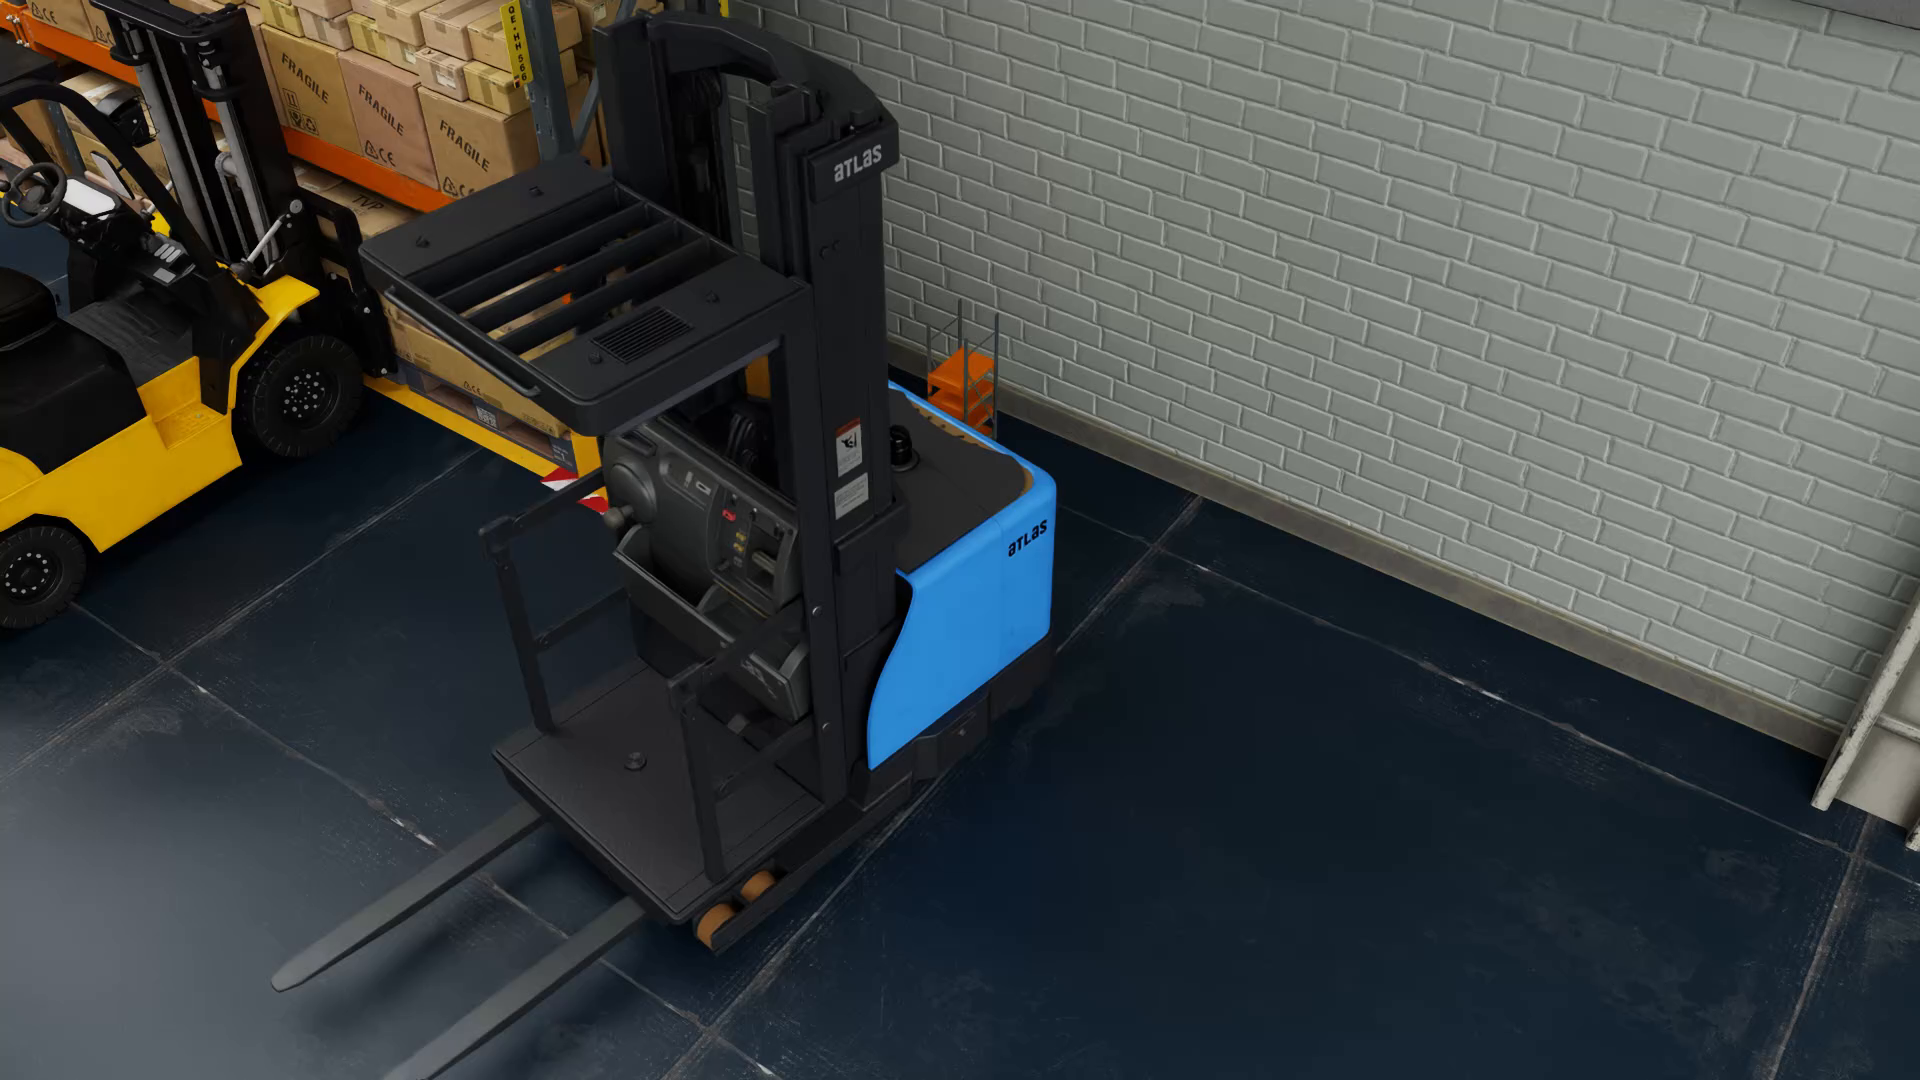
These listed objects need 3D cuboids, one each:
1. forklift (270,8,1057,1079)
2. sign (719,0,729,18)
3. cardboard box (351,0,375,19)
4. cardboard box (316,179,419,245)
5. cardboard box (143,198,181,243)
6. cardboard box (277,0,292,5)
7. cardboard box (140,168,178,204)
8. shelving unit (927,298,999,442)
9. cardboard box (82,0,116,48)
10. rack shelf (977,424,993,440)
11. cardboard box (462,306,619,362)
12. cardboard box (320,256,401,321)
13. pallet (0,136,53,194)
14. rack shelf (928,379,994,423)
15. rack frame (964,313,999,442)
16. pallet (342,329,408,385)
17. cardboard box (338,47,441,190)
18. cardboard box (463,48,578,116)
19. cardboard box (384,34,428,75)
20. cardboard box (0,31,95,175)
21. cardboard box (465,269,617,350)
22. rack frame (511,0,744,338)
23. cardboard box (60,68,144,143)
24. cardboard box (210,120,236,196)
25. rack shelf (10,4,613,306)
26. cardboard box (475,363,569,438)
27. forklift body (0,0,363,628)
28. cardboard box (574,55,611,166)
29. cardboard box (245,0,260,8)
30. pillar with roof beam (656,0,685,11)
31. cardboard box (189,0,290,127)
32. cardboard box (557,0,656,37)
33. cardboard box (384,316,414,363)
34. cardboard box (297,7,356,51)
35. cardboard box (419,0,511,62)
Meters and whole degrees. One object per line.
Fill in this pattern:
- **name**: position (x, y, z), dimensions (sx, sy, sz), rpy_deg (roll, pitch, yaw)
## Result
- **forklift**: position (-1.007, -0.034, 5.338), dimensions (1.130, 2.935, 3.031), rpy_deg (33, 51, 31)
- **sign**: position (-1.031, -2.304, 7.116), dimensions (0.005, 0.325, 0.100), rpy_deg (25, 48, 25)
- **cardboard box**: position (-2.379, -2.362, 7.104), dimensions (0.250, 0.149, 0.380), rpy_deg (25, 48, 26)
- **cardboard box**: position (-2.751, -1.542, 7.969), dimensions (0.500, 0.250, 0.500), rpy_deg (26, 48, 26)
- **cardboard box**: position (-3.999, -1.763, 8.966), dimensions (0.500, 0.250, 0.500), rpy_deg (24, 47, 24)
- **cardboard box**: position (-2.871, -2.497, 7.255), dimensions (0.250, 0.149, 0.380), rpy_deg (26, 48, 26)
- **cardboard box**: position (-3.997, -1.956, 8.807), dimensions (0.500, 0.250, 0.500), rpy_deg (25, 47, 25)
- **shelving unit**: position (0.012, -0.442, 7.092), dimensions (0.189, 1.200, 0.258), rpy_deg (25, 48, 25)
- **cardboard box**: position (-3.980, -2.718, 8.211), dimensions (0.500, 0.500, 0.500), rpy_deg (26, 48, 26)
- **rack shelf**: position (0.012, -0.408, 7.122), dimensions (0.180, 0.103, 0.258), rpy_deg (25, 48, 25)
- **cardboard box**: position (-1.932, -0.985, 7.722), dimensions (0.500, 0.250, 0.500), rpy_deg (24, 47, 25)
- **cardboard box**: position (-2.772, -1.369, 8.152), dimensions (0.500, 0.250, 0.500), rpy_deg (24, 47, 24)
- **pallet**: position (-5.255, -2.405, 10.027), dimensions (1.213, 0.211, 1.003), rpy_deg (25, 48, 25)
- **rack shelf**: position (0.012, -0.587, 6.962), dimensions (0.180, 0.103, 0.258), rpy_deg (25, 48, 25)
- **rack frame**: position (0.087, -0.407, 7.053), dimensions (0.006, 1.200, 0.240), rpy_deg (25, 48, 25)
- **pallet**: position (-2.999, -1.350, 8.849), dimensions (1.213, 0.211, 1.003), rpy_deg (25, 48, 25)
- **cardboard box**: position (-2.327, -1.938, 7.339), dimensions (0.500, 0.500, 0.500), rpy_deg (27, 48, 27)
- **cardboard box**: position (-1.799, -1.910, 6.822), dimensions (0.250, 0.149, 0.380), rpy_deg (26, 48, 26)
- **cardboard box**: position (-2.203, -2.125, 7.062), dimensions (0.250, 0.149, 0.380), rpy_deg (26, 48, 26)
- **cardboard box**: position (-5.063, -2.648, 9.674), dimensions (0.625, 0.625, 0.875), rpy_deg (27, 48, 27)
- **cardboard box**: position (-1.910, -1.162, 7.545), dimensions (0.500, 0.250, 0.500), rpy_deg (27, 48, 27)
- **rack frame**: position (-1.354, -1.652, 7.095), dimensions (0.127, 3.000, 1.000), rpy_deg (25, 48, 25)
- **cardboard box**: position (-4.413, -2.331, 8.851), dimensions (0.500, 0.250, 0.500), rpy_deg (24, 47, 25)
- **cardboard box**: position (-3.587, -1.945, 8.420), dimensions (0.500, 0.250, 0.500), rpy_deg (27, 48, 27)
- **rack shelf**: position (-2.992, -2.149, 8.190), dimensions (4.000, 0.370, 1.077), rpy_deg (25, 48, 25)
- **cardboard box**: position (-1.920, -0.791, 7.880), dimensions (0.500, 0.250, 0.500), rpy_deg (25, 48, 26)
- **forklift body**: position (-3.954, -1.065, 7.076), dimensions (1.214, 2.155, 2.313), rpy_deg (25, 48, 25)
- **cardboard box**: position (-1.600, -2.030, 7.443), dimensions (0.500, 0.500, 0.500), rpy_deg (27, 48, 27)
- **cardboard box**: position (-3.016, -2.533, 7.518), dimensions (0.250, 0.149, 0.380), rpy_deg (25, 47, 25)
- **pillar with roof beam**: position (-3.879, -2.296, 3.315), dimensions (0.400, 9.000, 9.100), rpy_deg (25, 48, 25)
- **cardboard box**: position (-3.165, -2.320, 7.767), dimensions (0.500, 0.500, 0.500), rpy_deg (25, 48, 26)
- **cardboard box**: position (-1.507, -2.287, 7.020), dimensions (0.250, 0.149, 0.380), rpy_deg (24, 47, 25)
- **cardboard box**: position (-2.727, -1.183, 8.318), dimensions (0.500, 0.250, 0.500), rpy_deg (26, 48, 26)
- **cardboard box**: position (-2.645, -2.302, 7.260), dimensions (0.250, 0.149, 0.380), rpy_deg (24, 47, 24)
- **cardboard box**: position (-1.988, -2.141, 6.857), dimensions (0.250, 0.149, 0.380), rpy_deg (25, 48, 25)
